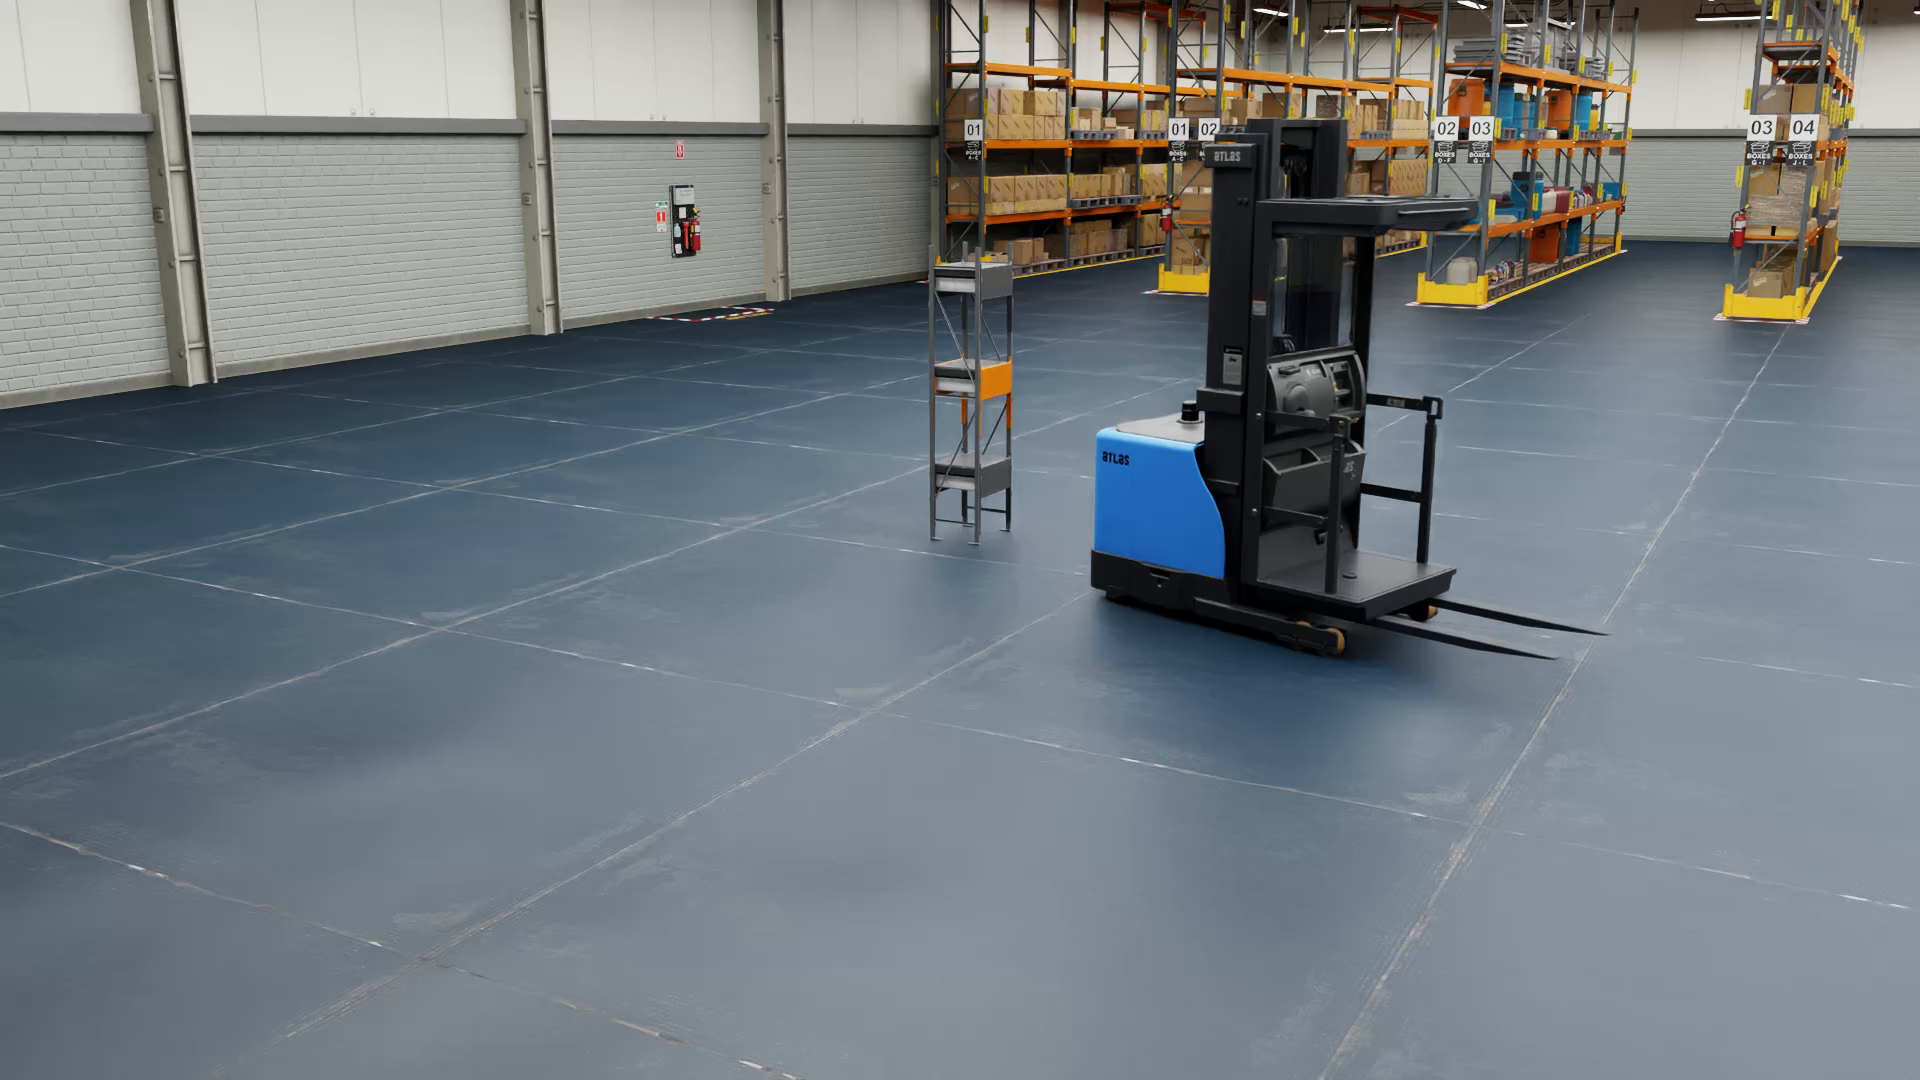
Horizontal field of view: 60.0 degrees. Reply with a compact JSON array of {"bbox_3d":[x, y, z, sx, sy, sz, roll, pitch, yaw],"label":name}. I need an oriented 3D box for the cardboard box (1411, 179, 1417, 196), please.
[{"bbox_3d":[11.643,-9.205,43.603,0.500,0.500,0.500,8,15,28],"label":"cardboard box"}]

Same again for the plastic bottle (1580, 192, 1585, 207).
[{"bbox_3d":[14.268,-7.818,38.167,0.144,0.351,0.185,7,15,28],"label":"plastic bottle"}]

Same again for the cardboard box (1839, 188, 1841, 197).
[{"bbox_3d":[20.537,-8.203,39.345,0.500,0.250,0.500,7,15,27],"label":"cardboard box"}]

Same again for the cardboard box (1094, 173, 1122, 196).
[{"bbox_3d":[3.444,-8.454,39.550,0.700,0.500,0.500,6,15,23],"label":"cardboard box"}]

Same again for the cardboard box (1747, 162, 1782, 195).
[{"bbox_3d":[13.100,-5.902,27.135,0.500,0.500,0.500,7,15,28],"label":"cardboard box"}]

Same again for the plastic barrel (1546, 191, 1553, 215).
[{"bbox_3d":[12.068,-7.017,34.503,0.421,0.512,0.421,0,14,0],"label":"plastic barrel"}]

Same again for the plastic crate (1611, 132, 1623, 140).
[{"bbox_3d":[16.222,-10.047,41.358,0.450,0.188,0.336,7,15,28],"label":"plastic crate"}]

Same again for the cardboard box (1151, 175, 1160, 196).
[{"bbox_3d":[4.629,-8.787,41.192,0.500,0.500,0.500,8,16,30],"label":"cardboard box"}]

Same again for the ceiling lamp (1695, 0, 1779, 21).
[{"bbox_3d":[19.951,-14.946,42.372,2.000,3.185,0.800,7,15,28],"label":"ceiling lamp"}]

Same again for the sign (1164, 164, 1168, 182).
[{"bbox_3d":[3.912,-6.948,31.477,0.100,0.325,0.005,7,15,28],"label":"sign"}]

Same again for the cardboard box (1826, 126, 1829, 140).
[{"bbox_3d":[14.992,-7.165,29.274,0.500,0.250,0.500,8,16,30],"label":"cardboard box"}]

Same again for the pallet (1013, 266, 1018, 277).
[{"bbox_3d":[0.502,-5.589,34.764,1.003,0.211,1.213,7,15,28],"label":"pallet"}]

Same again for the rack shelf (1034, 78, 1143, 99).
[{"bbox_3d":[2.942,-10.369,38.232,1.077,0.370,4.000,7,15,28],"label":"rack shelf"}]

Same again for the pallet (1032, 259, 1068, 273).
[{"bbox_3d":[1.682,-6.089,36.841,1.003,0.211,1.213,7,15,28],"label":"pallet"}]

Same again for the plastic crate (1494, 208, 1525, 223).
[{"bbox_3d":[10.351,-6.134,31.394,0.499,0.251,0.616,7,15,28],"label":"plastic crate"}]

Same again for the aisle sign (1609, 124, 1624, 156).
[{"bbox_3d":[16.740,-10.171,42.277,0.394,0.787,0.004,7,15,28],"label":"aisle sign"}]

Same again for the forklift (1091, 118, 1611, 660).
[{"bbox_3d":[2.225,-0.903,9.526,1.130,2.935,3.031,-13,19,-43],"label":"forklift"}]

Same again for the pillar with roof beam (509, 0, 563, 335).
[{"bbox_3d":[-2.410,-6.974,21.762,9.100,9.000,0.400,7,15,28],"label":"pillar with roof beam"}]

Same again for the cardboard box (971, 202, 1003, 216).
[{"bbox_3d":[0.556,-6.767,33.979,0.500,0.250,0.500,7,15,26],"label":"cardboard box"}]

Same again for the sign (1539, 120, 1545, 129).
[{"bbox_3d":[11.124,-7.862,31.826,0.100,0.325,0.005,7,15,28],"label":"sign"}]

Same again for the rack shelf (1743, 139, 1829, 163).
[{"bbox_3d":[14.017,-6.601,28.149,1.077,0.370,4.000,7,15,28],"label":"rack shelf"}]

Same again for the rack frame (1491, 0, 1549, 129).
[{"bbox_3d":[10.648,-9.381,31.743,1.000,3.000,0.127,7,15,28],"label":"rack frame"}]

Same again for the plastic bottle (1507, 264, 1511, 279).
[{"bbox_3d":[10.454,-5.115,31.708,0.061,0.283,0.133,9,16,32],"label":"plastic bottle"}]

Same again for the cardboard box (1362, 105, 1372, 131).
[{"bbox_3d":[9.570,-10.192,40.188,0.600,0.600,0.600,7,15,27],"label":"cardboard box"}]

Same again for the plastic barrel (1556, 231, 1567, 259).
[{"bbox_3d":[13.349,-6.651,37.469,0.600,0.588,0.708,7,15,28],"label":"plastic barrel"}]

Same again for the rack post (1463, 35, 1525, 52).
[{"bbox_3d":[9.624,-8.924,30.012,0.937,0.300,0.954,7,15,27],"label":"rack post"}]

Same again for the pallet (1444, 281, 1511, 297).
[{"bbox_3d":[9.698,-4.724,31.179,1.003,0.211,1.213,7,15,28],"label":"pallet"}]

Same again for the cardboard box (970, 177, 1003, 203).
[{"bbox_3d":[0.536,-7.131,33.890,0.500,0.500,0.500,7,15,28],"label":"cardboard box"}]

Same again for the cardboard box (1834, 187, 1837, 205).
[{"bbox_3d":[18.864,-7.466,36.389,0.500,0.500,0.500,7,15,28],"label":"cardboard box"}]

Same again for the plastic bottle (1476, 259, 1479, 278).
[{"bbox_3d":[10.021,-5.255,32.145,0.144,0.351,0.185,7,15,28],"label":"plastic bottle"}]

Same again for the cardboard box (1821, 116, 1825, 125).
[{"bbox_3d":[14.447,-7.112,28.201,0.380,0.149,0.250,8,16,31],"label":"cardboard box"}]

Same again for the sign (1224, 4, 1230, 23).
[{"bbox_3d":[4.863,-9.589,30.276,0.100,0.325,0.005,7,15,28],"label":"sign"}]

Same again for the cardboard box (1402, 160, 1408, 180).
[{"bbox_3d":[11.153,-9.478,42.602,0.500,0.500,0.500,7,15,26],"label":"cardboard box"}]

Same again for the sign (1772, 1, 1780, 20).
[{"bbox_3d":[14.495,-9.412,29.543,0.100,0.325,0.005,7,15,28],"label":"sign"}]

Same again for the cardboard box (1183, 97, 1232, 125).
[{"bbox_3d":[4.661,-8.104,31.431,0.797,0.503,0.637,9,16,32],"label":"cardboard box"}]

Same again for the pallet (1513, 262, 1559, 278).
[{"bbox_3d":[12.173,-5.775,35.536,1.003,0.211,1.213,7,15,28],"label":"pallet"}]

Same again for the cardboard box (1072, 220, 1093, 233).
[{"bbox_3d":[2.775,-7.301,38.711,0.500,0.250,0.500,7,15,26],"label":"cardboard box"}]

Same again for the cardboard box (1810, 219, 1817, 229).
[{"bbox_3d":[14.811,-5.545,29.169,0.380,0.149,0.250,7,15,28],"label":"cardboard box"}]

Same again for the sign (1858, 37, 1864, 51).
[{"bbox_3d":[21.253,-11.710,39.242,0.100,0.325,0.005,7,15,28],"label":"sign"}]

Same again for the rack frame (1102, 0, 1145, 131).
[{"bbox_3d":[3.909,-11.324,39.803,1.000,3.000,0.127,7,15,28],"label":"rack frame"}]

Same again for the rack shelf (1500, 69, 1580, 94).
[{"bbox_3d":[11.615,-9.247,33.576,1.077,0.370,4.000,7,15,28],"label":"rack shelf"}]

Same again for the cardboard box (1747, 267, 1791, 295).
[{"bbox_3d":[13.626,-4.324,28.007,0.500,0.500,0.500,13,19,43],"label":"cardboard box"}]

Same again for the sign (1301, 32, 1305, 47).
[{"bbox_3d":[7.768,-11.315,37.606,0.100,0.325,0.005,7,15,28],"label":"sign"}]

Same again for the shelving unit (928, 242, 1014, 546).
[{"bbox_3d":[0.080,-1.055,11.928,0.431,2.100,0.503,7,15,28],"label":"shelving unit"}]

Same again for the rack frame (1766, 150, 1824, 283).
[{"bbox_3d":[16.917,-6.724,33.523,1.000,3.000,0.127,7,15,28],"label":"rack frame"}]

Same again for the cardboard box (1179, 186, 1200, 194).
[{"bbox_3d":[4.398,-6.669,31.700,0.380,0.149,0.250,7,15,27],"label":"cardboard box"}]

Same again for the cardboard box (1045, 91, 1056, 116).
[{"bbox_3d":[1.714,-9.341,35.592,0.500,0.500,0.500,8,16,31],"label":"cardboard box"}]

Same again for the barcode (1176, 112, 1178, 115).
[{"bbox_3d":[4.104,-8.062,31.437,0.001,0.075,0.075,7,15,28],"label":"barcode"}]

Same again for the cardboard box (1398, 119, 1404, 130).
[{"bbox_3d":[10.874,-10.470,41.916,0.500,0.250,0.500,7,15,28],"label":"cardboard box"}]

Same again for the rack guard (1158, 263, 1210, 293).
[{"bbox_3d":[4.368,-4.985,31.646,1.175,0.500,0.348,7,15,28],"label":"rack guard"}]

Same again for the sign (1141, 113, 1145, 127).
[{"bbox_3d":[4.383,-10.055,39.837,0.100,0.325,0.005,7,15,28],"label":"sign"}]

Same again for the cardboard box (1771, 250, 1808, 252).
[{"bbox_3d":[16.086,-5.350,32.221,0.700,0.500,0.500,9,16,33],"label":"cardboard box"}]

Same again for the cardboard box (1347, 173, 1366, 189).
[{"bbox_3d":[9.479,-8.700,40.611,0.700,0.500,0.500,10,17,37],"label":"cardboard box"}]

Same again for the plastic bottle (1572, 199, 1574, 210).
[{"bbox_3d":[13.554,-7.465,36.871,0.097,0.271,0.097,0,14,0],"label":"plastic bottle"}]

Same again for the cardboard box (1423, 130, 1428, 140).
[{"bbox_3d":[12.097,-10.738,44.094,0.500,0.250,0.500,7,15,28],"label":"cardboard box"}]
